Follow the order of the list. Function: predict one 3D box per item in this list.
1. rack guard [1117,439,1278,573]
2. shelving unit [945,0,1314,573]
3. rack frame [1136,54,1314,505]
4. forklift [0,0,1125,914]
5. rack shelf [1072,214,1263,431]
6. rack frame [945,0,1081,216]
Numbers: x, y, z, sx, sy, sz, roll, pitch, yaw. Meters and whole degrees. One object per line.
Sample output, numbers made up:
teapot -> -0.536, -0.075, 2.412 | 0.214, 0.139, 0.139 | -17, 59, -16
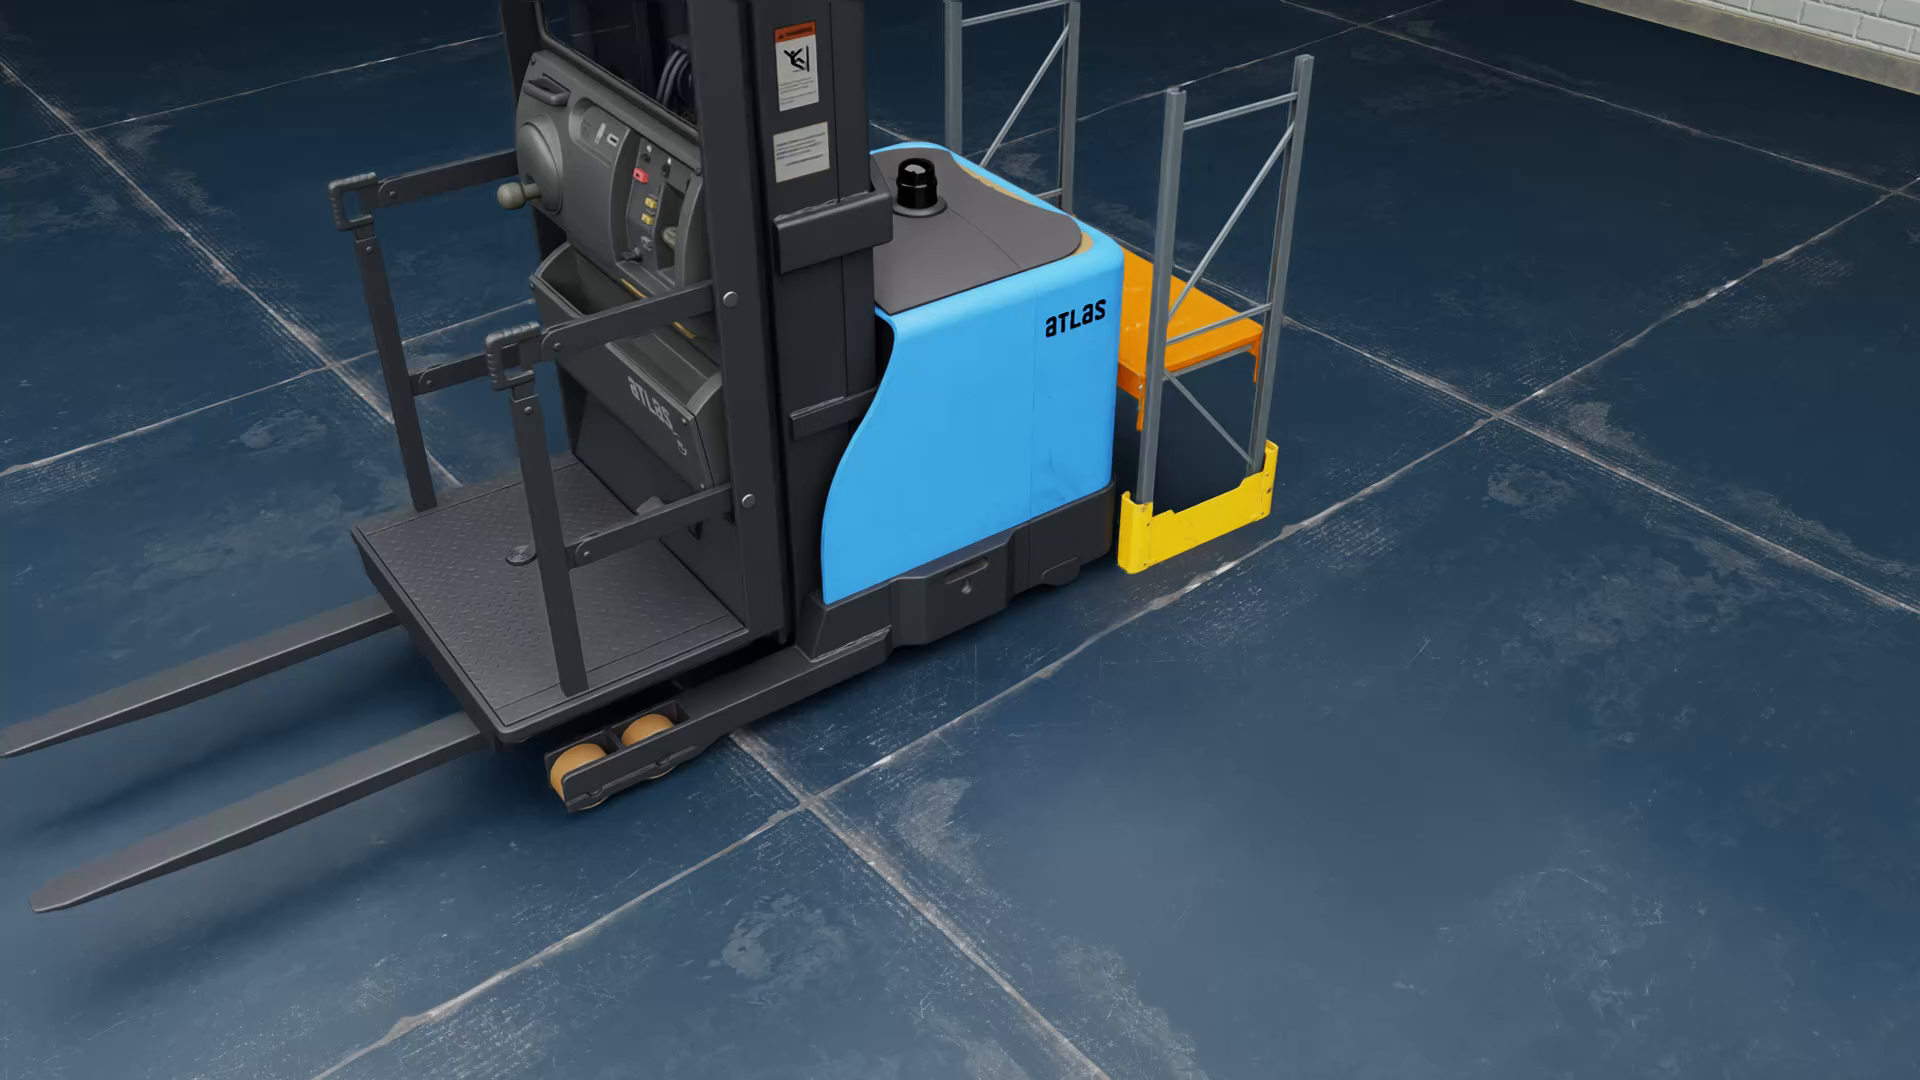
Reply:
rack guard -> 0.744, -0.111, 5.189 | 0.587, 0.250, 0.087 | -22, 41, -28
shelving unit -> 0.461, -0.858, 5.163 | 0.587, 1.500, 1.083 | -22, 41, -28
rack frame -> 0.745, -0.620, 4.828 | 0.500, 1.500, 0.032 | -22, 41, -28
forklift -> -1.025, -0.854, 3.919 | 3.031, 2.935, 1.130 | -23, 41, -29
rack shelf -> 0.456, -0.715, 5.273 | 0.538, 0.185, 1.000 | -22, 41, -28
rack frame -> 0.167, -1.104, 5.510 | 0.500, 1.500, 0.032 | -22, 41, -28
